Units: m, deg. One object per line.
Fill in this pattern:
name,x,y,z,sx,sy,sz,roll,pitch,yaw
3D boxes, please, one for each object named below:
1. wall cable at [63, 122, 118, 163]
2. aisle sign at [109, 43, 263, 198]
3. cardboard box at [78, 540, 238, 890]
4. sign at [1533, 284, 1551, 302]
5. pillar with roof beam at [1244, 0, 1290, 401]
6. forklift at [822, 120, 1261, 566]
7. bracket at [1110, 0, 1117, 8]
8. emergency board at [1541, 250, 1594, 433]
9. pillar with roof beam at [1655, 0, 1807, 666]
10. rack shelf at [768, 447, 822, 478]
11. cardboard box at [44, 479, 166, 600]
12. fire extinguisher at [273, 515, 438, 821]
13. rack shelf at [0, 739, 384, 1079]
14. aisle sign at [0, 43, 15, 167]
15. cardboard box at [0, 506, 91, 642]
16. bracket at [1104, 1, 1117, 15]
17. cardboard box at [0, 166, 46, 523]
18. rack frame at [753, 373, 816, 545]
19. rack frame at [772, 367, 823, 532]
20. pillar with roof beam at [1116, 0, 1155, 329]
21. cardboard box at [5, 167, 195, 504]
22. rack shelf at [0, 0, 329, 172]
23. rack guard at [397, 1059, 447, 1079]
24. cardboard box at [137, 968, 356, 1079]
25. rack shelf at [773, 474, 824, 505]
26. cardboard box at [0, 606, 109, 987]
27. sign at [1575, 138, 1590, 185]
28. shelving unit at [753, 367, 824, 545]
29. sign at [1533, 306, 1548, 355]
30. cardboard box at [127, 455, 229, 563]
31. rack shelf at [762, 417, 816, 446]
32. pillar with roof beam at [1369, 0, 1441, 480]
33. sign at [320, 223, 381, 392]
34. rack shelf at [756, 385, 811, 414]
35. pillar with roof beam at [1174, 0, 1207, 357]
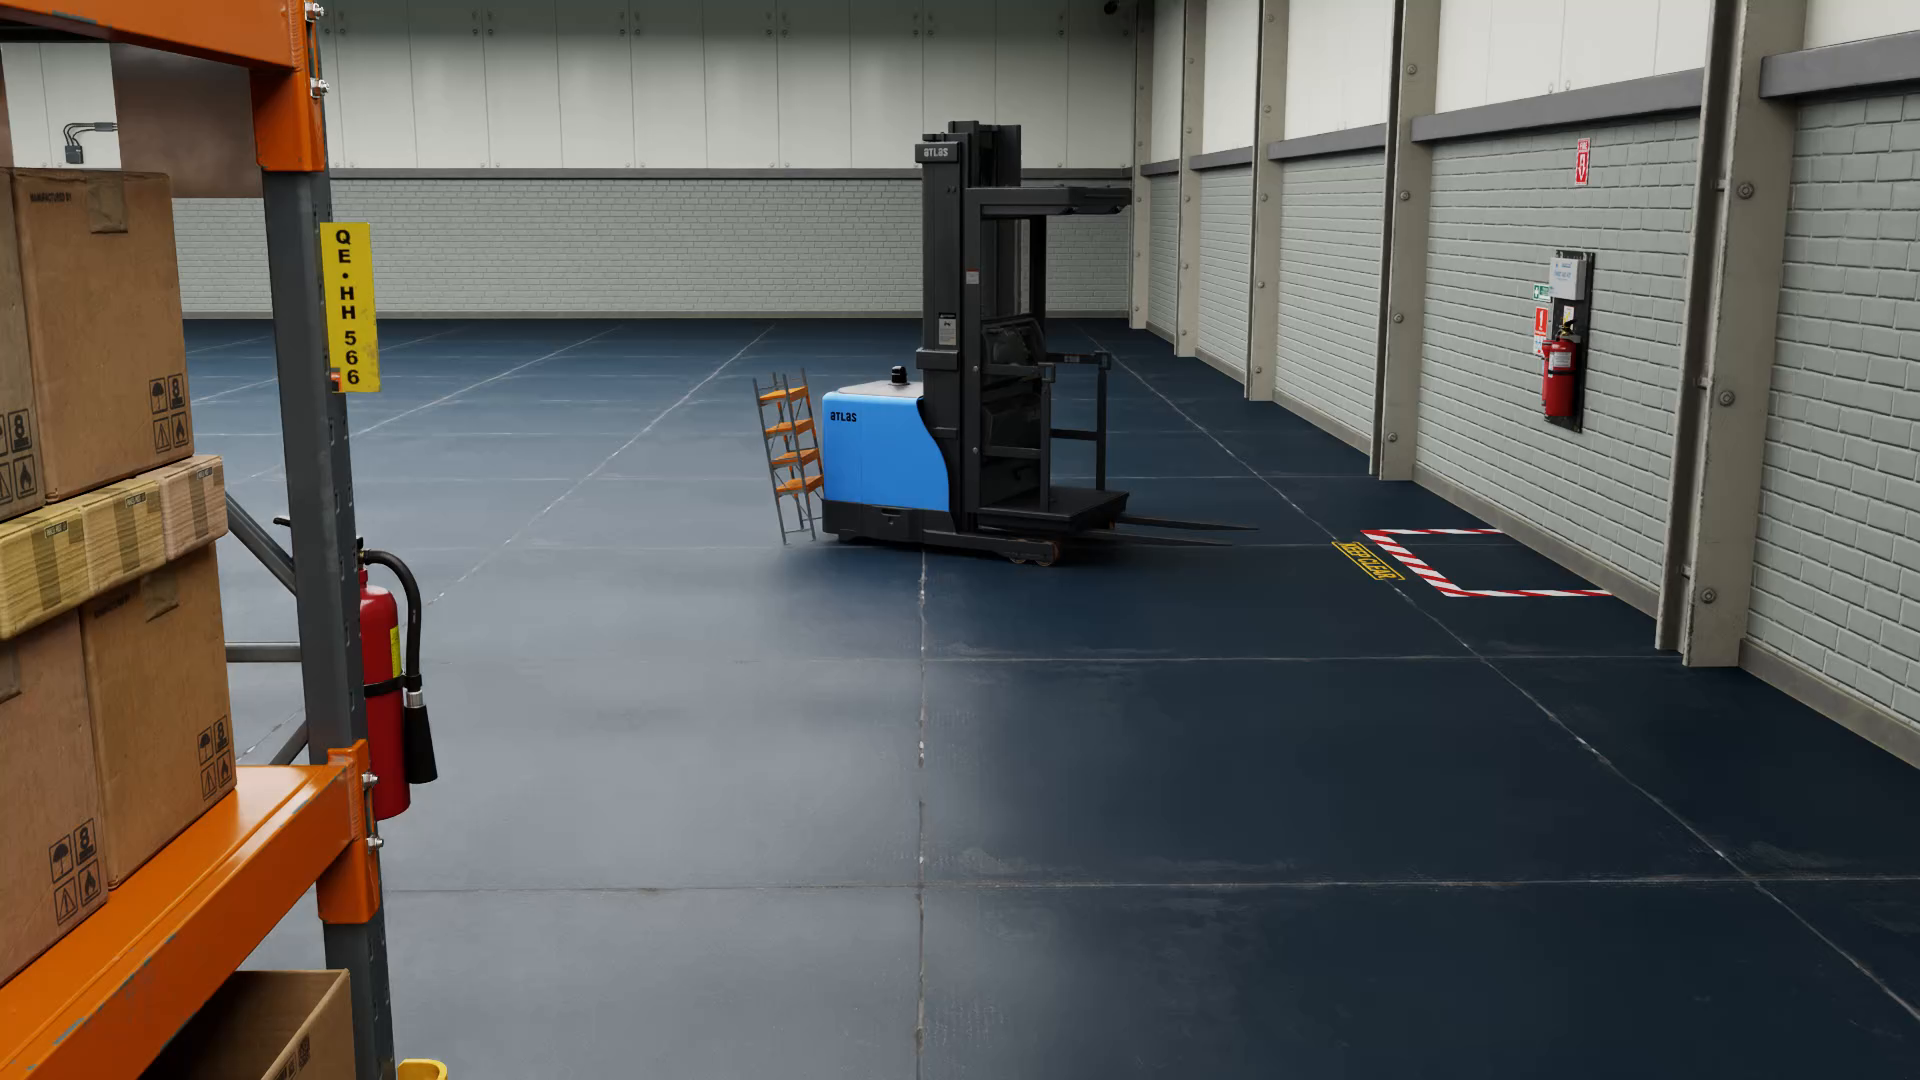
wall cable,-17.253,-10.718,33.705,2.305,6.003,0.169,0,11,-1
aisle sign,-1.432,-1.053,3.169,0.394,0.787,0.004,0,11,-1
cardboard box,-1.728,0.279,2.889,0.700,0.500,0.500,0,11,-1
sign,4.053,-1.721,11.577,0.001,0.109,0.331,0,11,-1
pillar with roof beam,-0.569,-6.151,19.746,9.100,9.000,0.400,0,11,-1
forklift,0.556,-1.381,11.492,3.031,2.935,1.130,6,13,26
bracket,3.087,-10.753,33.376,0.076,0.066,3.189,0,11,-1
emergency board,3.970,-1.335,11.094,0.194,1.169,0.643,0,11,-1
pillar with roof beam,-0.321,-3.766,7.988,9.100,9.000,0.400,0,11,-1
rack shelf,-1.188,-0.548,12.000,0.258,0.148,0.480,-8,10,11
cardboard box,-1.519,-0.005,2.656,0.380,0.149,0.250,0,11,0
fire extinguisher,-1.263,0.247,3.490,0.296,0.674,0.183,0,11,-1
rack shelf,-1.683,0.985,1.469,1.077,0.370,4.000,0,11,-1
aisle sign,-2.032,-1.051,3.157,0.394,0.787,0.004,0,11,-1
cardboard box,-1.514,0.046,2.405,0.380,0.149,0.250,0,11,-2
bracket,3.075,-10.870,33.955,0.235,0.232,0.430,0,11,-1
cardboard box,-1.710,-0.242,2.193,0.700,0.500,0.500,-1,11,-3
rack frame,-1.240,-0.566,11.753,0.240,1.200,0.015,-8,10,11
rack frame,-1.157,-0.661,12.224,0.240,1.200,0.015,-8,10,11
pillar with roof beam,-0.817,-8.537,31.504,9.100,9.000,0.548,0,11,-1
cardboard box,-1.727,-0.347,2.709,0.700,0.500,0.500,0,11,-1
rack shelf,-1.683,-0.485,1.171,1.077,0.370,4.000,0,11,-1
rack guard,-1.725,1.455,3.629,1.175,0.500,0.348,0,11,-1
cardboard box,-1.416,1.114,2.995,0.500,0.500,0.500,0,11,-1
rack shelf,-1.155,-0.355,12.033,0.258,0.148,0.480,-8,10,11
cardboard box,-1.712,0.383,2.375,0.700,0.500,0.500,0,11,0
sign,4.070,-2.473,10.873,0.001,0.298,0.199,0,11,-1
shelving unit,-1.199,-0.614,11.988,0.258,1.200,0.503,-8,10,11
sign,4.062,-1.463,11.634,0.001,0.329,0.234,0,11,-1
cardboard box,-1.526,-0.057,2.912,0.380,0.149,0.250,0,11,-2
rack shelf,-1.224,-0.766,11.962,0.258,0.148,0.480,-8,10,11
pillar with roof beam,-0.445,-4.958,13.867,9.100,9.000,0.400,0,11,-1
sign,-1.182,-0.448,3.216,0.100,0.325,0.005,0,11,-1
rack shelf,-1.263,-0.996,11.923,0.258,0.148,0.480,-8,10,11
pillar with roof beam,-0.693,-7.344,25.625,9.100,9.000,0.400,0,11,-1
